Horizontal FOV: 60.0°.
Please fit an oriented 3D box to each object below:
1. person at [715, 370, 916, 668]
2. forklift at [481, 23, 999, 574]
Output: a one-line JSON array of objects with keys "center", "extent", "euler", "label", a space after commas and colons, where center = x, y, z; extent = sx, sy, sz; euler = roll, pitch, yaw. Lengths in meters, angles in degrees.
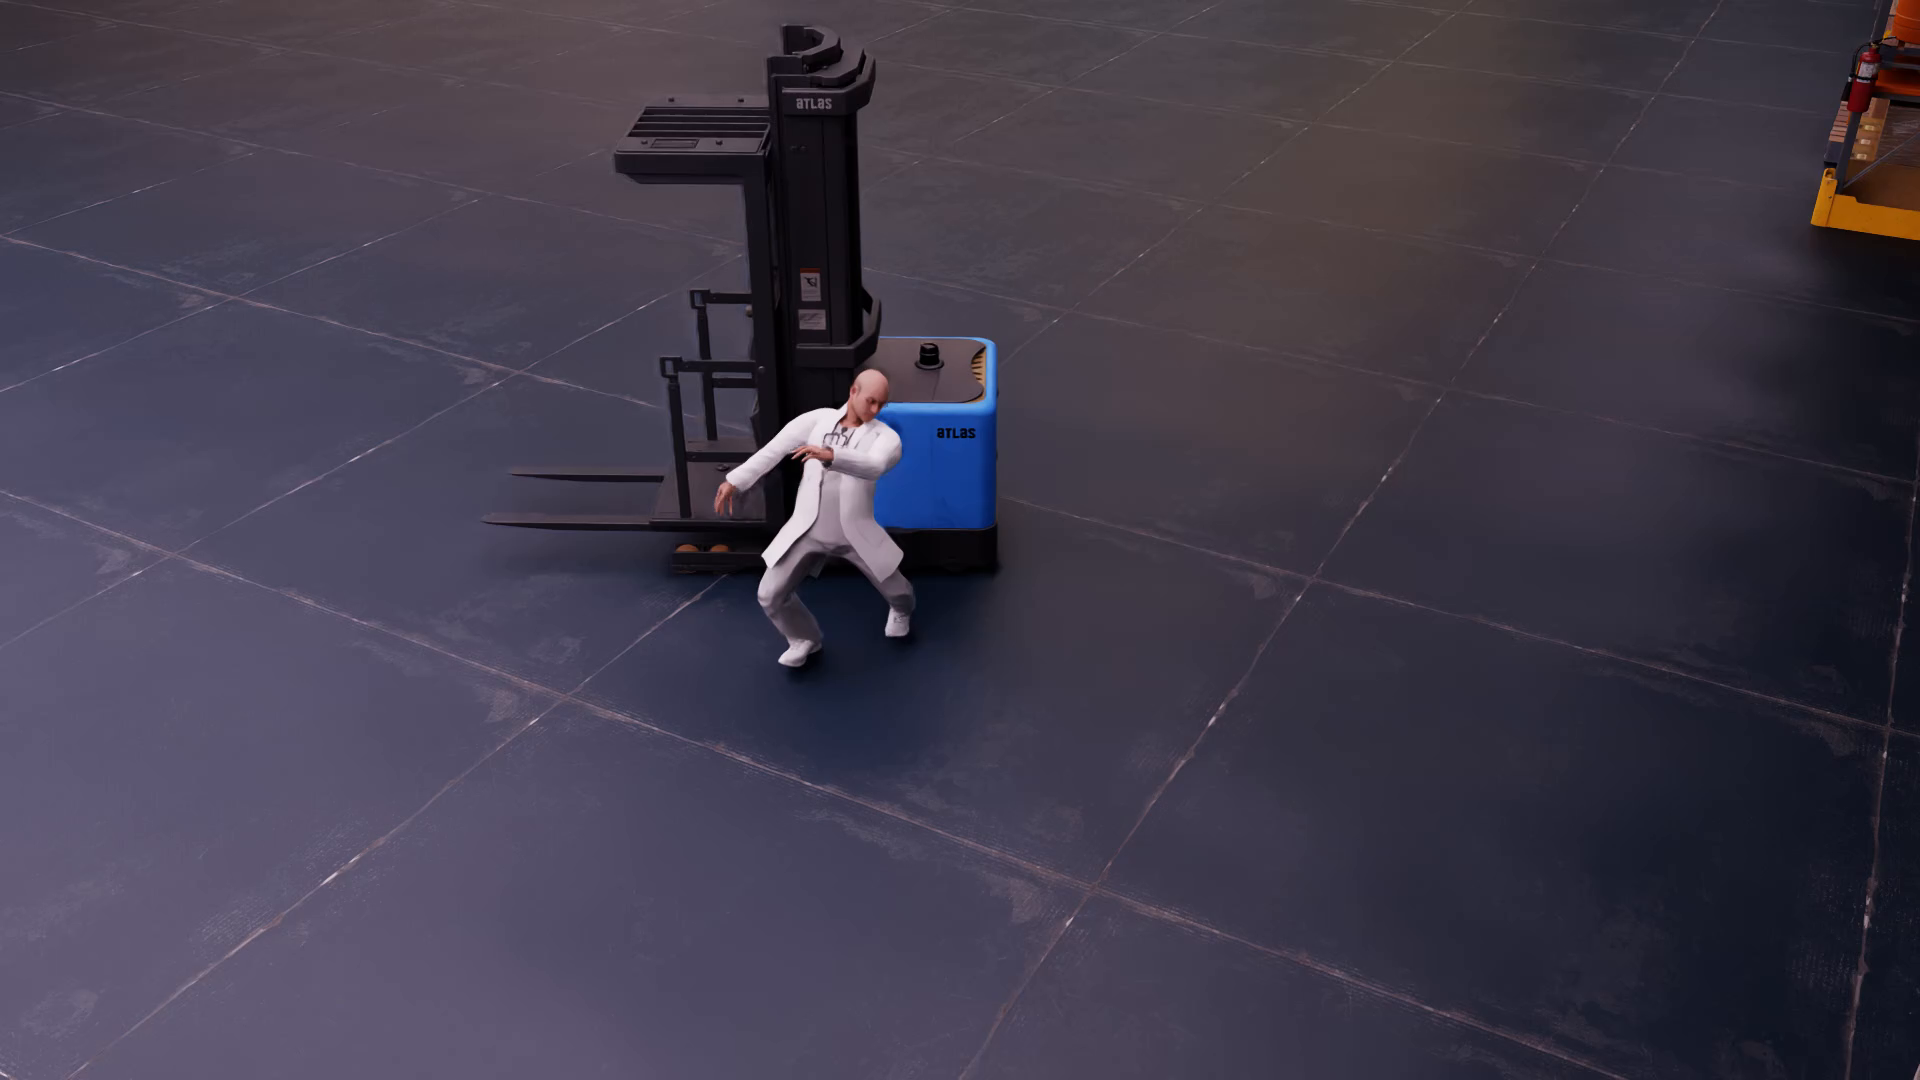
[{"center": [-0.746, -0.069, 8.546], "extent": [0.990, 1.546, 0.886], "euler": [2, 30, 4], "label": "person"}, {"center": [-1.290, -1.335, 9.383], "extent": [3.031, 2.935, 1.130], "euler": [1, 30, 1], "label": "forklift"}]
